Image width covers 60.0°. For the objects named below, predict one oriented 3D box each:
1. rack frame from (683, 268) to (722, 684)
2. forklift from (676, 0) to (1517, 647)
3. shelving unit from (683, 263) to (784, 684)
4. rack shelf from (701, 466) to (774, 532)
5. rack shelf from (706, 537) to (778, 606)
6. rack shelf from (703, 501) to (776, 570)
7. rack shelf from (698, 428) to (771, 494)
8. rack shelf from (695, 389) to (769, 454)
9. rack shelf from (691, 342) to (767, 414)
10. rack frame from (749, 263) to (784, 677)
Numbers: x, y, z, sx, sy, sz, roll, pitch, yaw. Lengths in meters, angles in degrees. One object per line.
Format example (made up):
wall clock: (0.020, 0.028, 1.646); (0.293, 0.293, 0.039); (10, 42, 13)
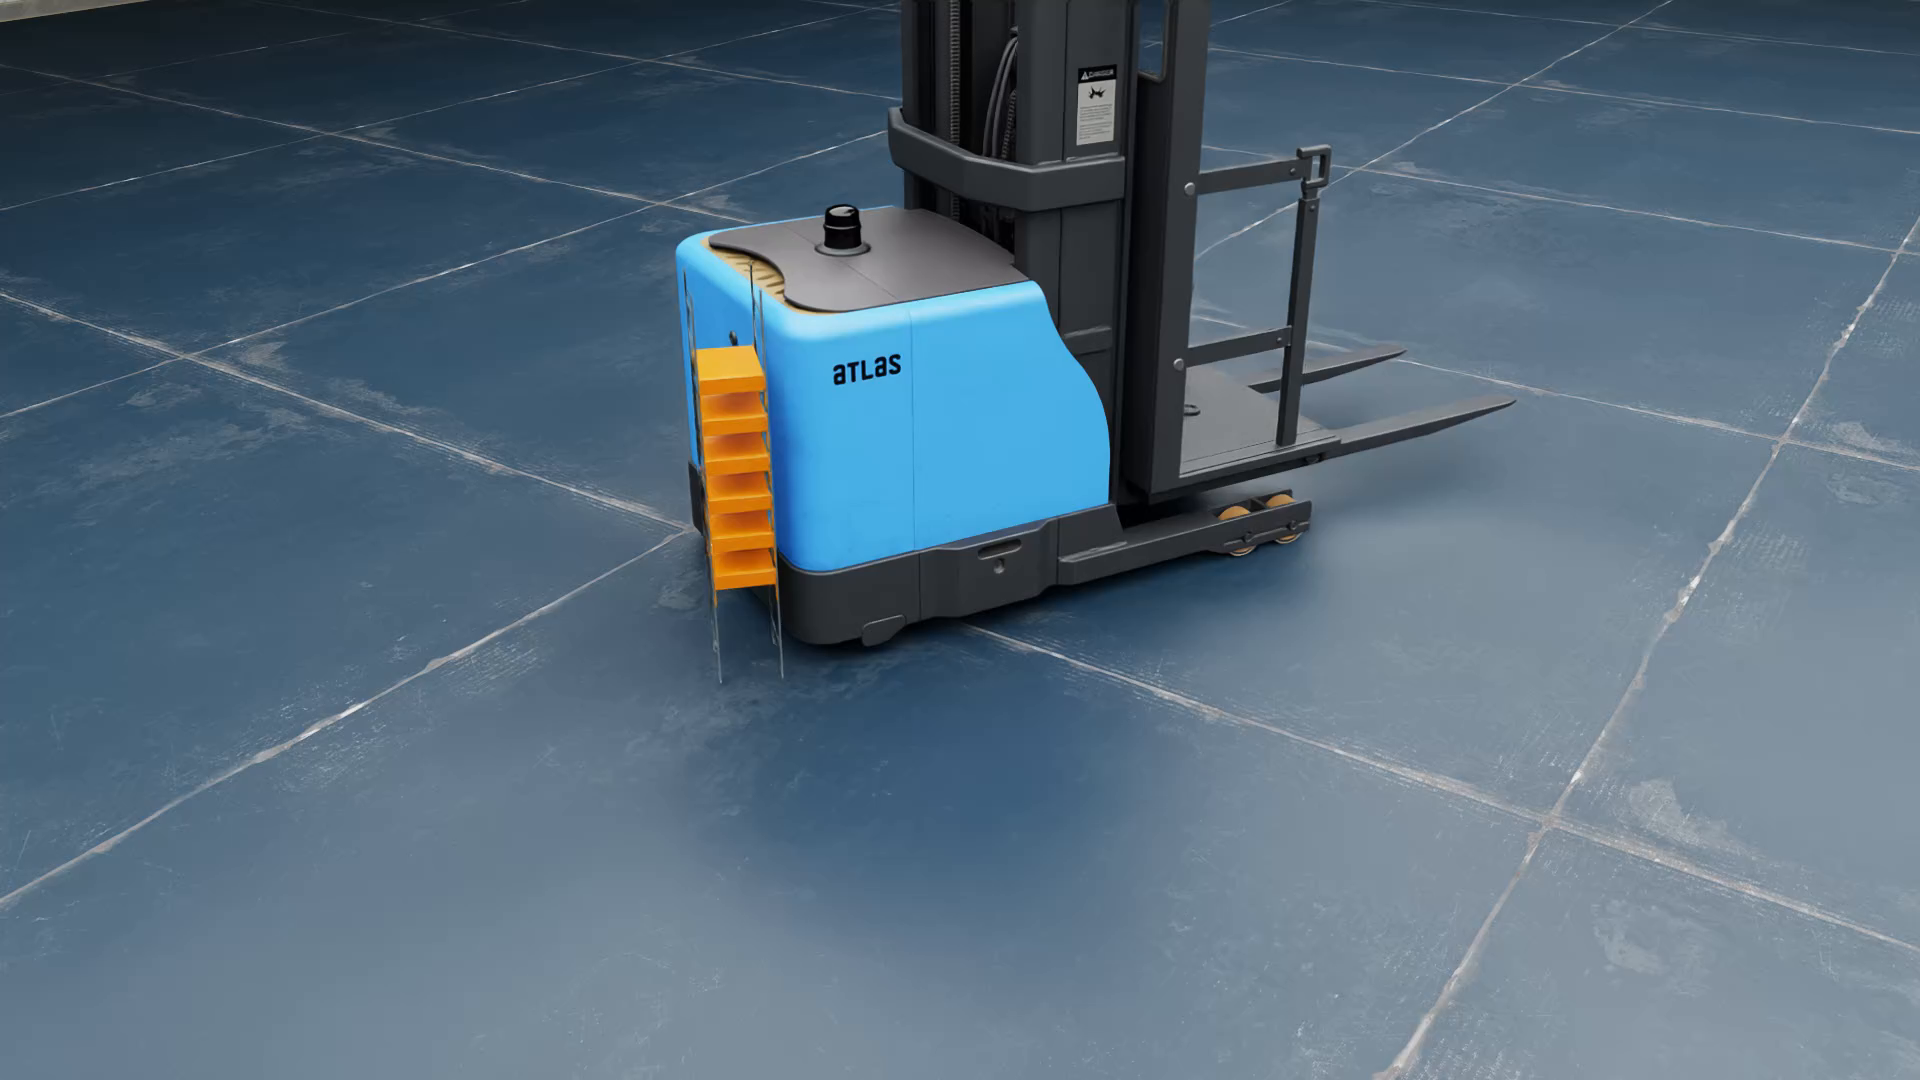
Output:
rack frame: (-0.733, -0.162, 4.745); (0.006, 1.200, 0.240); (-6, 28, -12)
forklift: (0.627, -1.447, 5.362); (3.031, 2.935, 1.130); (-14, 30, -25)
shelving unit: (-0.644, -0.171, 4.764); (0.189, 1.200, 0.258); (-6, 28, -12)
rack shelf: (-0.644, -0.132, 4.784); (0.180, 0.103, 0.258); (-6, 28, -12)
rack shelf: (-0.644, 0.082, 4.893); (0.180, 0.103, 0.258); (-6, 28, -12)
rack shelf: (-0.644, -0.025, 4.838); (0.180, 0.103, 0.258); (-6, 28, -12)
rack shelf: (-0.644, -0.239, 4.729); (0.180, 0.103, 0.258); (-6, 28, -12)
rack shelf: (-0.644, -0.346, 4.675); (0.180, 0.103, 0.258); (-6, 28, -12)
rack shelf: (-0.644, -0.452, 4.620); (0.180, 0.103, 0.258); (-6, 28, -12)
rack frame: (-0.555, -0.181, 4.782); (0.006, 1.200, 0.240); (-6, 28, -12)
